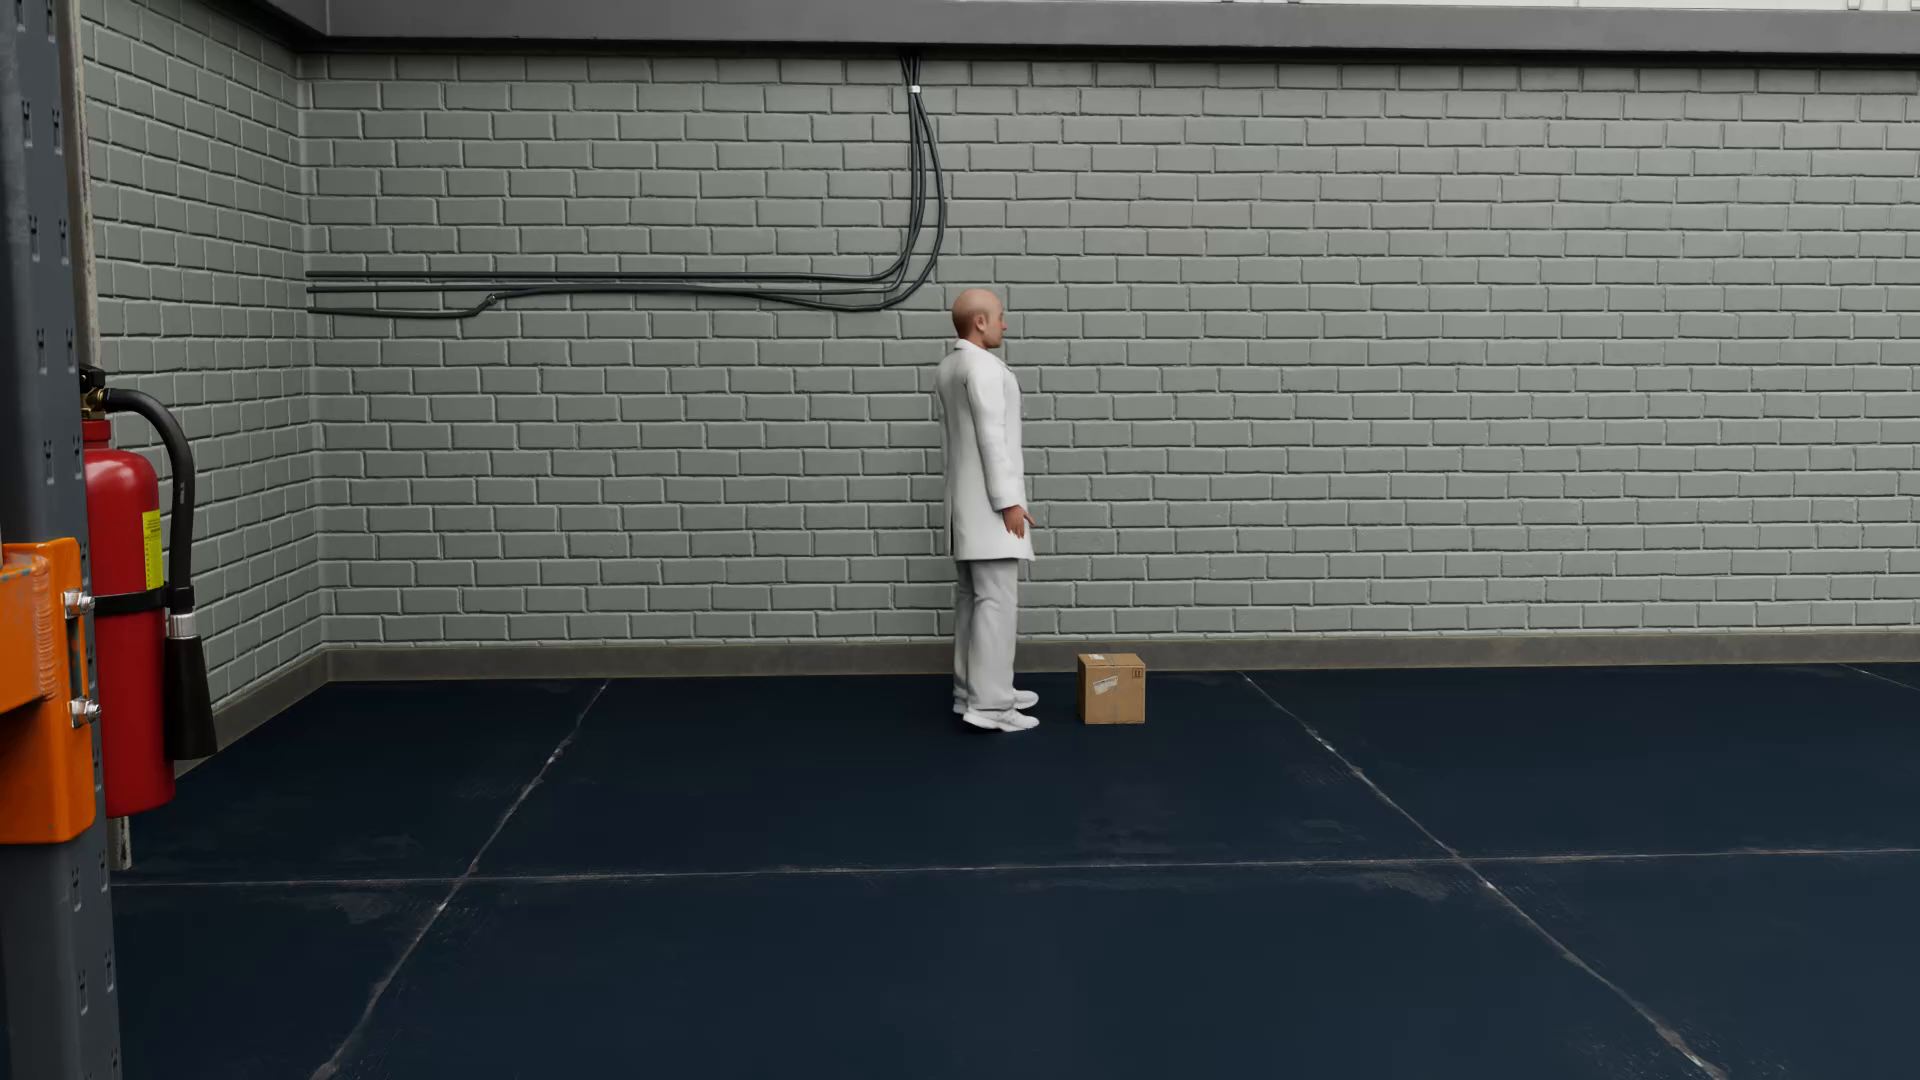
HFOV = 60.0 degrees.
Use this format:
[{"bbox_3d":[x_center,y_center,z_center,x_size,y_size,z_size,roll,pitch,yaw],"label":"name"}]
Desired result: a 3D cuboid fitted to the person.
[{"bbox_3d":[0.147,-0.127,6.911,0.436,1.818,0.624,-2,7,-17],"label":"person"}]
